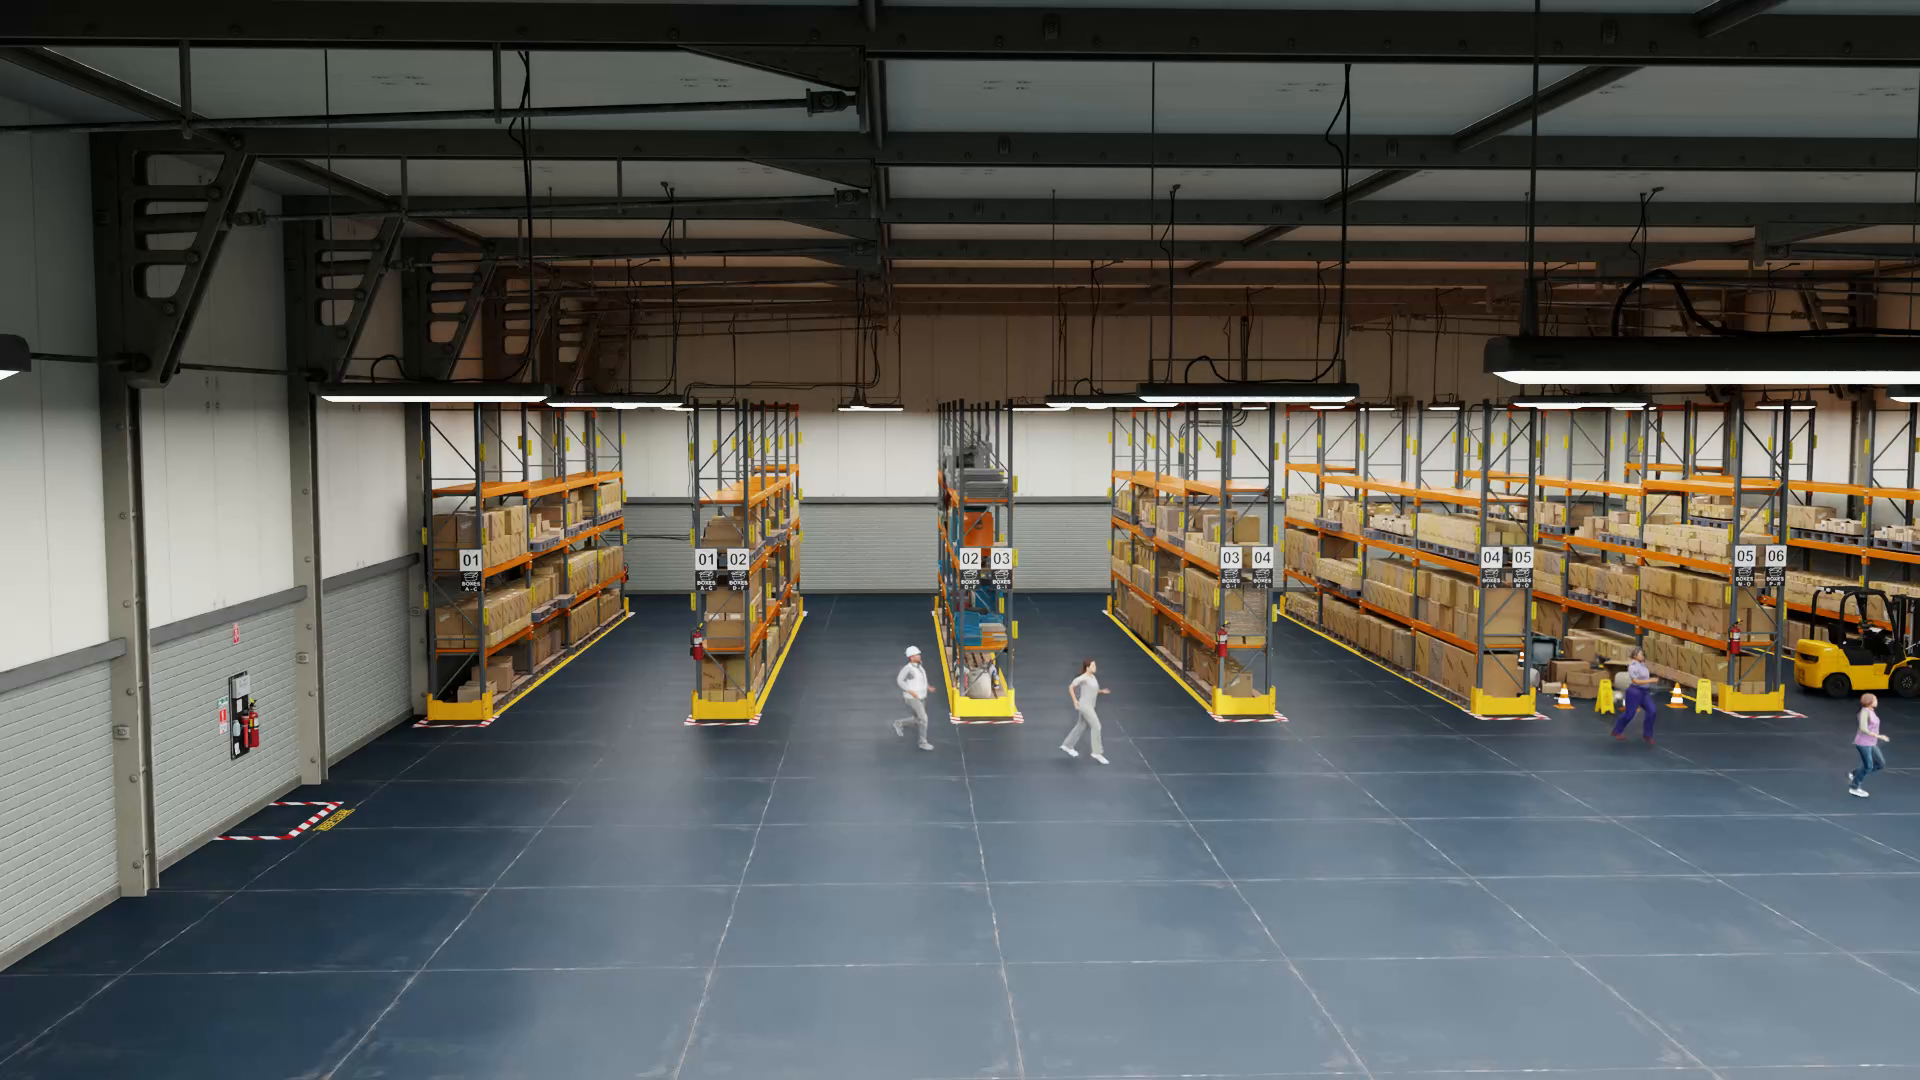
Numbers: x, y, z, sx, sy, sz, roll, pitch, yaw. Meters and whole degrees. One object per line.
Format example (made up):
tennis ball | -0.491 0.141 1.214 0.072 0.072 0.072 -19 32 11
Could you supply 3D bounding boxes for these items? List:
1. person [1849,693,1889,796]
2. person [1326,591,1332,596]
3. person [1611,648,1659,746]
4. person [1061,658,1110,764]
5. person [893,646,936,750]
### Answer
person | 13.585 3.052 24.825 0.545 1.559 0.566 4 6 42
person | 11.025 1.129 48.690 0.876 1.844 0.643 -1 4 -9
person | 11.720 2.718 28.799 0.578 1.710 0.774 -4 6 -42
person | 2.062 2.797 27.388 0.856 1.715 0.535 2 5 22
person | -0.809 2.699 28.489 0.819 1.763 0.662 2 5 22
